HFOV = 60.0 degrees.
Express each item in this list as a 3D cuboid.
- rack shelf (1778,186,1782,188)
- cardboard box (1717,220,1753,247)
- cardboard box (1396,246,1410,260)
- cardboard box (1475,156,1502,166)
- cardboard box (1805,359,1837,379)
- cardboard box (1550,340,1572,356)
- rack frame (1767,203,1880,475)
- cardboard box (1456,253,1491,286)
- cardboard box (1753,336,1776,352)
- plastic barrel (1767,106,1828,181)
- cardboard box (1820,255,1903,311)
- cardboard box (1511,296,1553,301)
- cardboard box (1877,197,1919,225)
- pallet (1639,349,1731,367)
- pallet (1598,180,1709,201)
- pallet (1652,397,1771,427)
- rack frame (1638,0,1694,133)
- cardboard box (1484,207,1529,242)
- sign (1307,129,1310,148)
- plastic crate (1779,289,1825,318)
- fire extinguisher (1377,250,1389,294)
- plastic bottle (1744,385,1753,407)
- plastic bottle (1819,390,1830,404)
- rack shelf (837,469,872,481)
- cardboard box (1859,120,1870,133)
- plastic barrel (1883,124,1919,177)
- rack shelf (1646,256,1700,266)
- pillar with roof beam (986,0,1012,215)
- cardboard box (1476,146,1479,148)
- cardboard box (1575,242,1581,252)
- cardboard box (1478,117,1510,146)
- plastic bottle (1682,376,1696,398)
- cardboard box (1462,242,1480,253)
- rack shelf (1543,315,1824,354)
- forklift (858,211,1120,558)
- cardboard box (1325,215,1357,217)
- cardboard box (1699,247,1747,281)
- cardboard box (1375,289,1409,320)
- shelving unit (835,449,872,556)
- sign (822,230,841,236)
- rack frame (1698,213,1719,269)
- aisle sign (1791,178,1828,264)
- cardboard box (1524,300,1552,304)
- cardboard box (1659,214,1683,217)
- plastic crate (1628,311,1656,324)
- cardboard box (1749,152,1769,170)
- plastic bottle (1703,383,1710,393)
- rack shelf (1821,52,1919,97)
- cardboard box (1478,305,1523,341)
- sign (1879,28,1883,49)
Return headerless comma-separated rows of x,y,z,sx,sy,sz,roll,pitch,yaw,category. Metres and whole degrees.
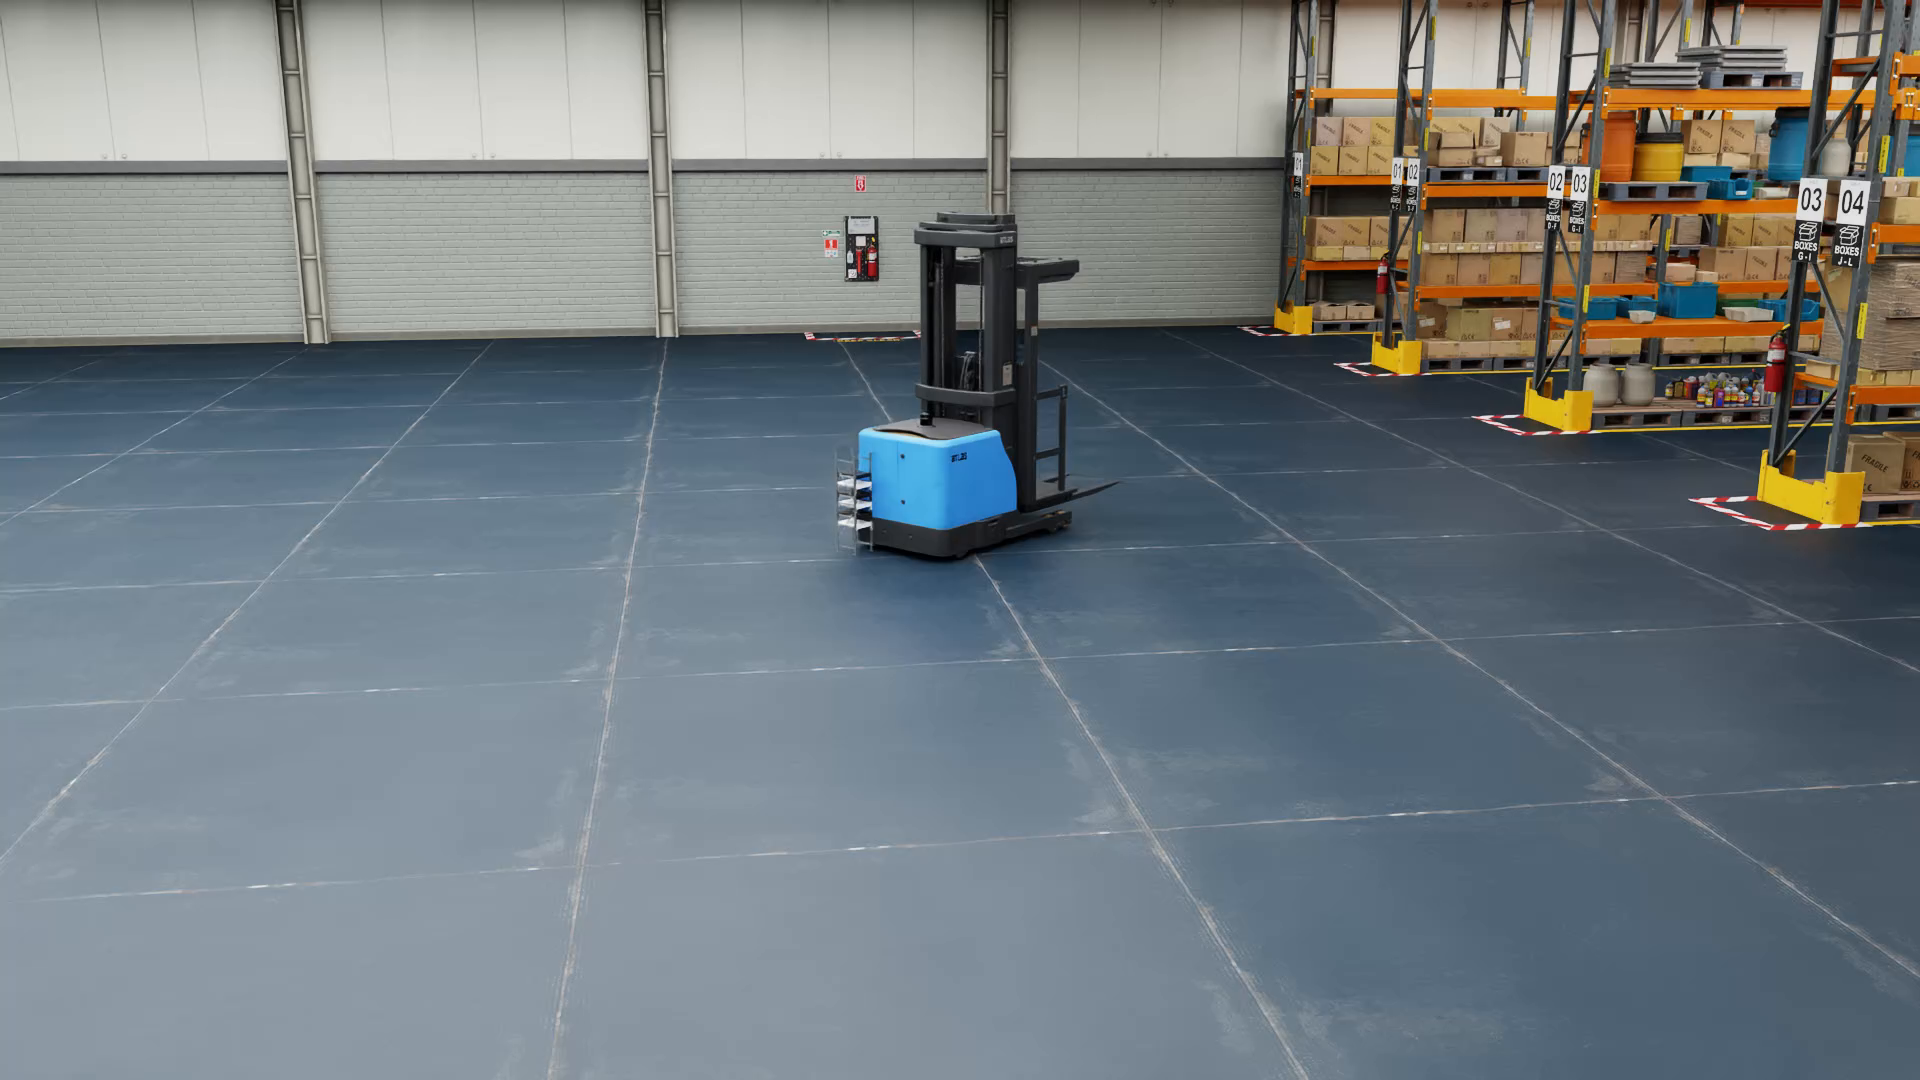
12.731,-5.447,26.116,4.000,0.370,1.077,-2,14,-8,rack shelf
14.485,-5.764,31.207,0.500,0.500,0.500,-2,14,-7,cardboard box
8.102,-5.250,30.287,0.500,0.250,0.500,-2,14,-8,cardboard box
7.987,-5.729,25.125,0.250,0.149,0.380,-2,14,-8,cardboard box
8.521,-1.679,16.294,0.250,0.149,0.380,-2,14,-8,cardboard box
9.339,-3.032,25.962,0.500,0.250,0.500,-2,14,-8,cardboard box
8.270,-1.741,16.025,0.127,3.000,1.000,-2,14,-8,rack frame
7.780,-4.206,25.650,0.500,0.500,0.700,-2,14,-7,cardboard box
12.709,-3.150,26.431,0.500,0.250,0.500,-2,14,-7,cardboard box
10.487,-4.969,20.835,0.708,0.901,0.600,-2,14,-8,plastic barrel
8.777,-2.498,16.171,0.500,0.500,0.500,-2,14,-8,cardboard box
10.737,-4.492,31.228,0.500,0.500,0.700,-2,14,-6,cardboard box
8.785,-3.078,15.500,0.500,0.250,0.500,-2,14,-7,cardboard box
11.476,-2.952,26.588,1.213,0.211,1.003,-2,14,-8,pallet
8.364,-4.302,20.459,1.213,0.211,1.003,-2,14,-8,pallet
9.608,-1.665,21.456,1.213,0.211,1.003,-2,14,-8,pallet
10.753,-7.179,25.375,0.127,3.000,1.000,-2,14,-8,rack frame
8.331,-4.856,25.574,0.500,0.500,0.700,-2,14,-8,cardboard box
6.137,-7.064,29.286,0.005,0.325,0.100,-2,14,-8,sign
10.951,-3.059,21.407,0.504,0.338,0.767,-2,14,-8,plastic crate
6.611,-4.194,25.965,0.183,0.674,0.296,-2,14,-8,fire extinguisher
10.009,-1.836,21.110,0.097,0.271,0.097,0,14,0,plastic bottle
11.061,-1.876,21.244,0.133,0.283,0.061,-1,14,-5,plastic bottle
-0.941,-0.563,14.673,0.258,0.077,0.200,11,18,38,rack shelf
17.032,-7.830,31.488,0.500,0.250,0.500,-1,14,-4,cardboard box
11.958,-4.846,21.209,0.708,0.901,0.600,-2,14,-8,plastic barrel
11.989,-5.184,31.232,4.000,0.370,1.077,-2,14,-8,rack shelf
1.328,-7.205,25.482,0.400,9.000,9.100,-2,14,-8,pillar with roof beam
9.047,-6.880,30.105,0.500,0.500,0.500,-3,14,-13,cardboard box
9.509,-4.534,25.624,0.250,0.149,0.380,-2,14,-9,cardboard box
9.556,-7.375,30.022,0.500,0.500,0.500,-3,14,-13,cardboard box
9.536,-1.999,21.749,0.135,0.276,0.152,-2,14,-8,plastic bottle
7.725,-4.468,25.361,0.250,0.149,0.380,-2,14,-8,cardboard box
9.509,-2.656,21.152,4.000,0.370,1.077,-2,14,-8,rack shelf
0.402,-1.563,15.458,1.130,2.935,3.031,11,18,38,forklift
6.990,-5.700,30.537,0.500,0.500,0.500,-2,14,-8,cardboard box
12.036,-4.360,26.264,0.500,0.500,0.500,-1,14,-4,cardboard box
8.050,-4.355,30.682,0.500,0.500,0.700,-3,14,-12,cardboard box
-0.941,-0.334,14.731,0.258,0.900,0.210,11,18,38,shelving unit
-2.319,-5.528,29.963,0.331,0.109,0.001,-2,14,-8,sign
13.967,-5.605,31.433,0.127,3.000,1.000,-2,14,-8,rack frame
8.164,-3.072,15.987,0.004,0.787,0.394,-2,14,-8,aisle sign
9.259,-3.525,26.385,0.500,0.500,0.500,-2,14,-8,cardboard box
13.314,-6.147,31.149,0.250,0.149,0.380,-5,15,-18,cardboard box
8.465,-2.759,20.628,0.250,0.136,0.298,-2,14,-8,plastic crate
12.653,-5.909,25.924,0.500,0.250,0.500,-3,14,-13,cardboard box
9.710,-1.938,21.661,0.097,0.201,0.097,0,14,0,plastic bottle
10.247,-4.373,15.672,4.000,0.370,1.077,-2,14,-8,rack shelf
8.348,-3.363,25.742,0.500,0.500,0.500,-2,14,-8,cardboard box
14.618,-7.945,26.349,0.005,0.325,0.100,-2,14,-8,sign
